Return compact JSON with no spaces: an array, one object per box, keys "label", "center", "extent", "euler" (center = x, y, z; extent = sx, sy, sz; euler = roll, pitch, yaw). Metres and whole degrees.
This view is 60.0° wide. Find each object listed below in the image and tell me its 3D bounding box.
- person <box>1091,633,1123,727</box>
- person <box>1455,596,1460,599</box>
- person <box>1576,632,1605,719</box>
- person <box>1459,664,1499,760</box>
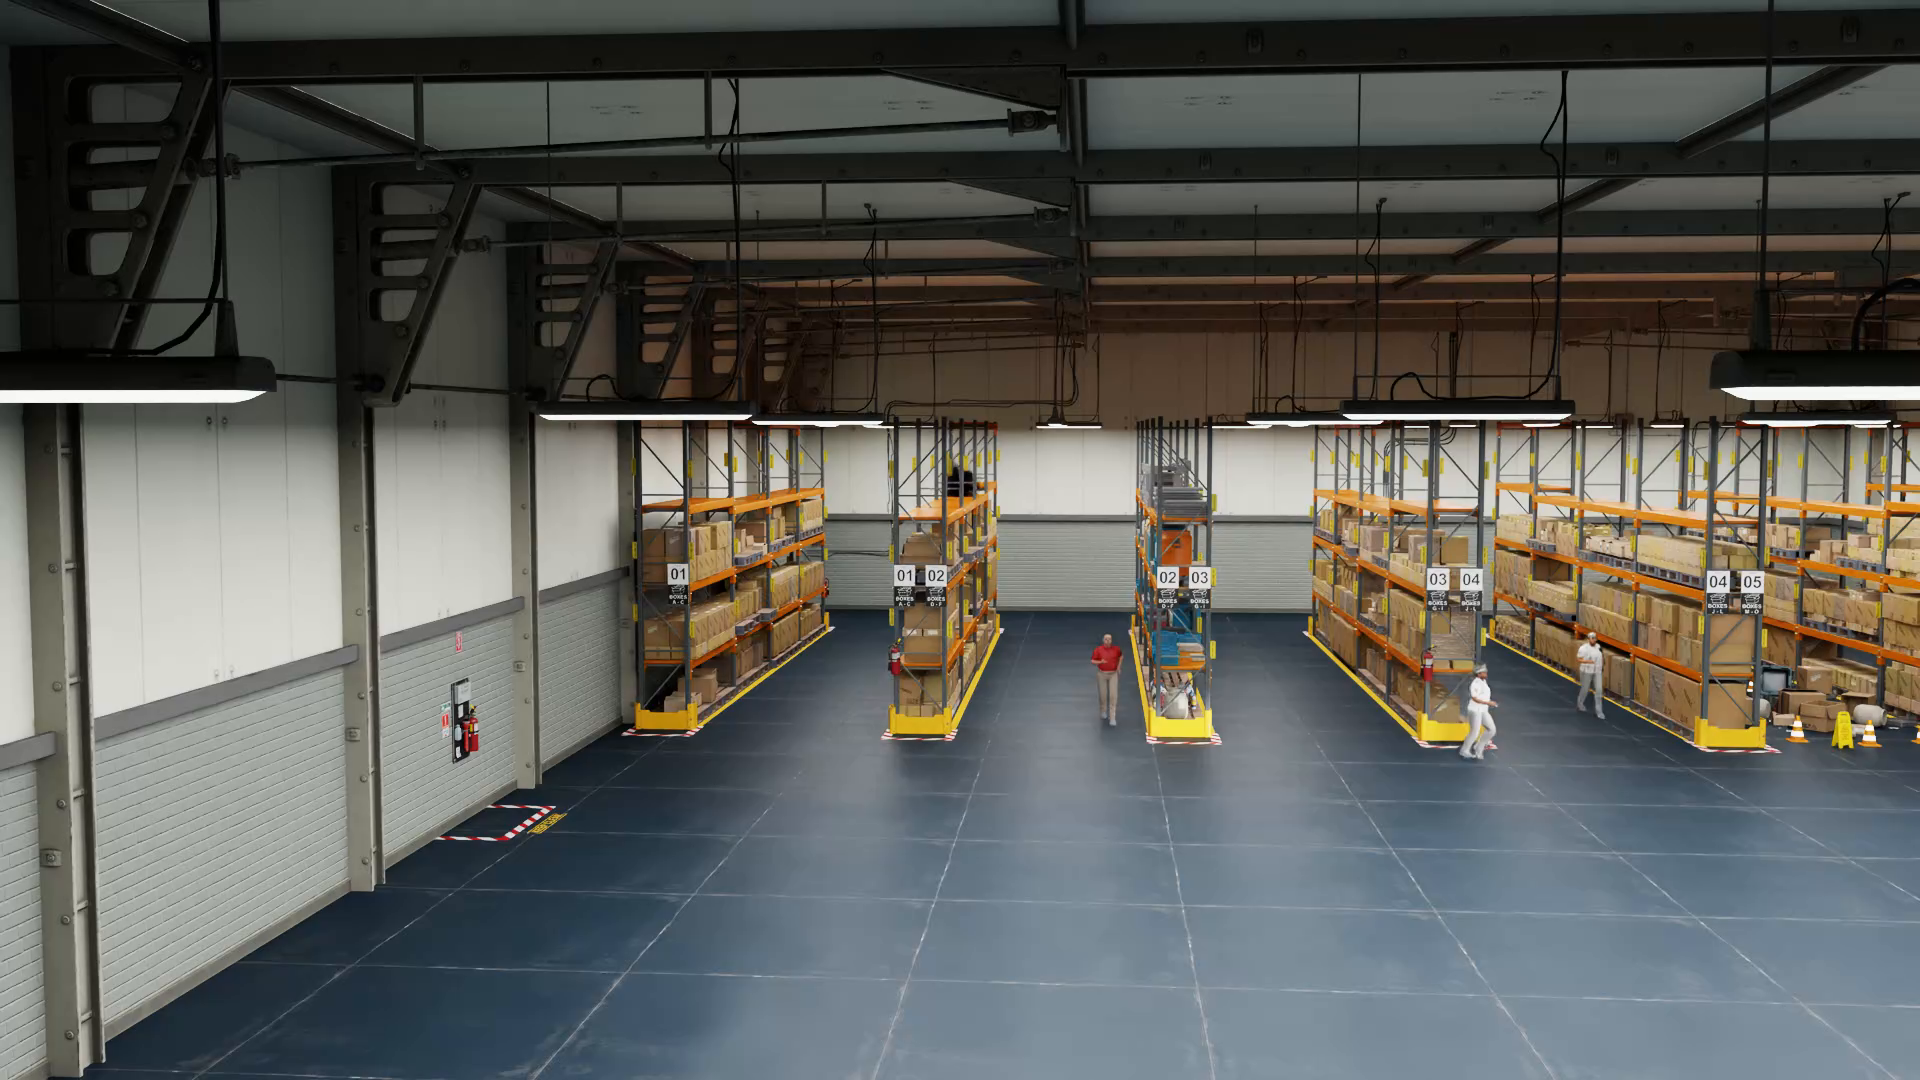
[{"label":"person","center":[2.892,2.717,32.646],"extent":[0.651,1.770,0.834],"euler":[0,4,1]},{"label":"person","center":[13.743,1.863,46.777],"extent":[0.834,1.621,0.672],"euler":[-3,5,-43]},{"label":"person","center":[12.698,2.690,33.506],"extent":[0.603,1.687,0.908],"euler":[0,4,-1]},{"label":"person","center":[9.080,3.007,28.975],"extent":[0.690,1.721,0.601],"euler":[4,5,44]}]
